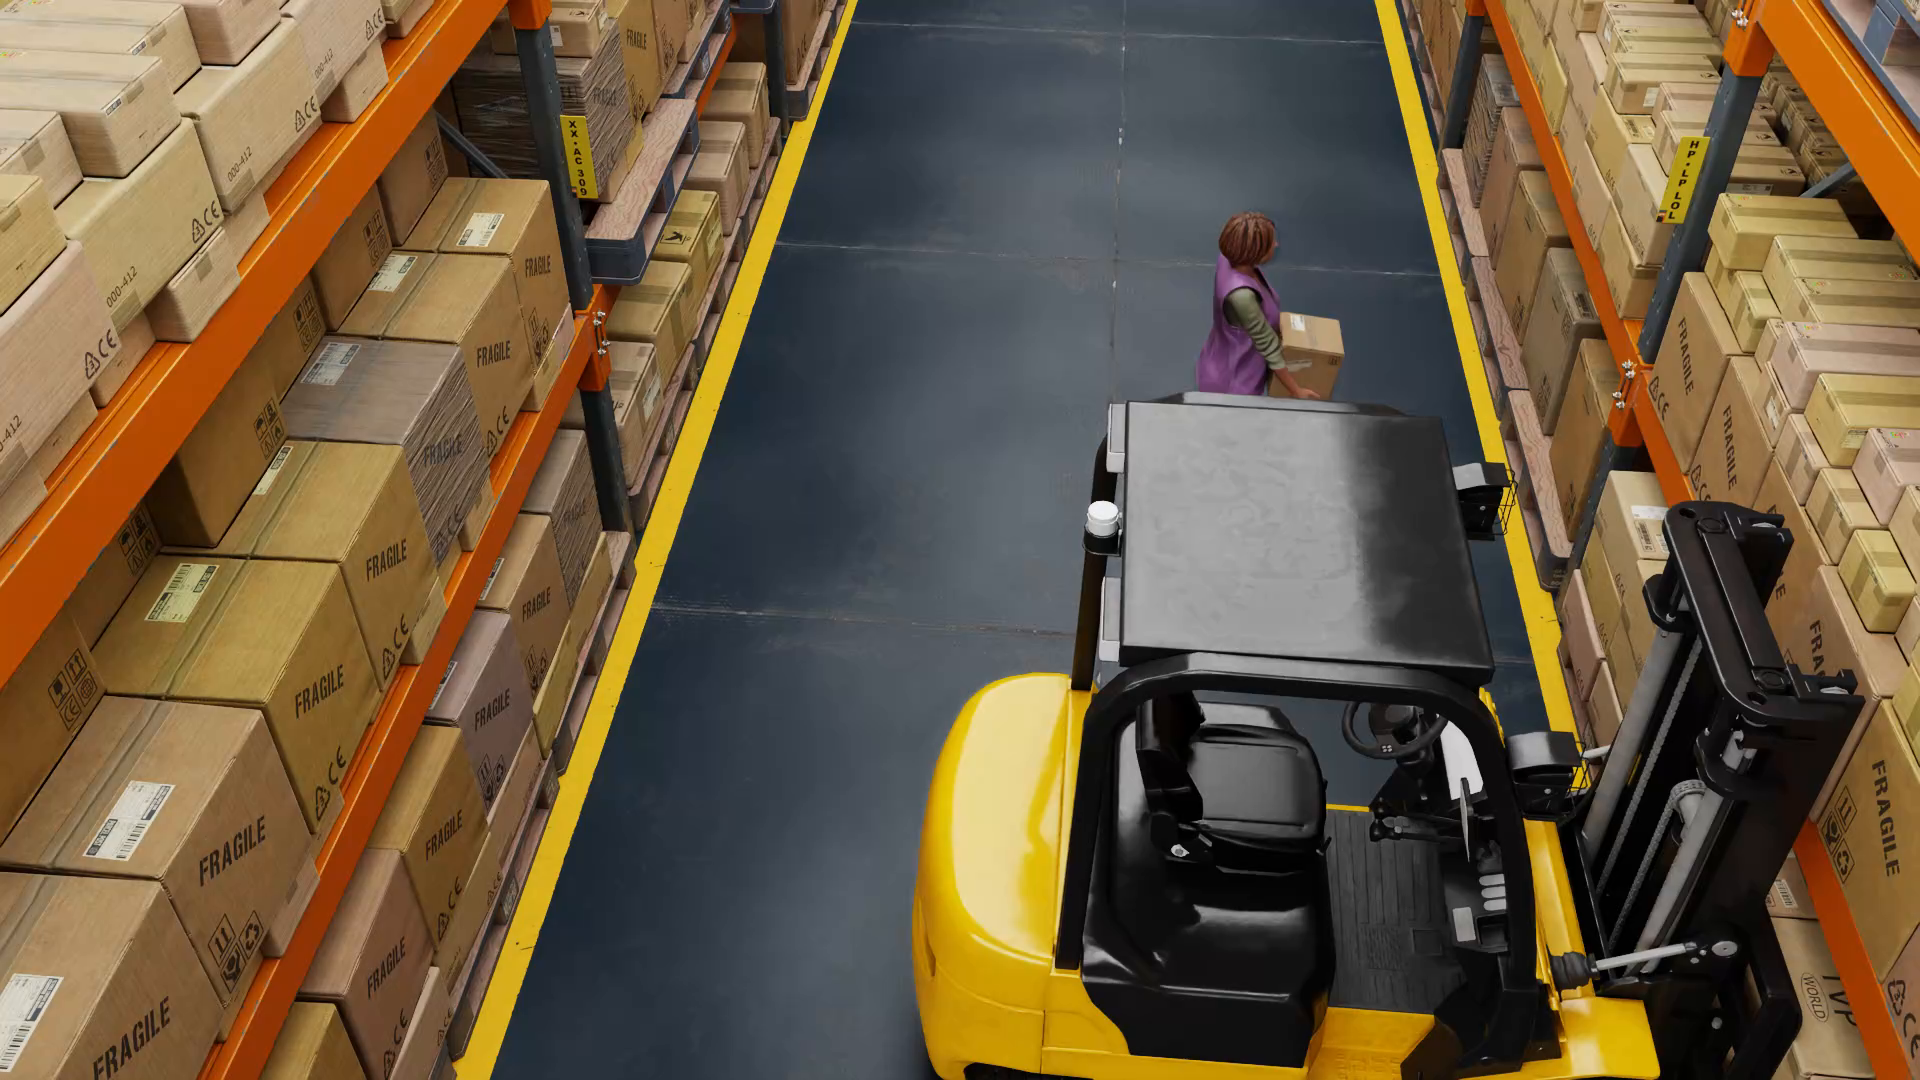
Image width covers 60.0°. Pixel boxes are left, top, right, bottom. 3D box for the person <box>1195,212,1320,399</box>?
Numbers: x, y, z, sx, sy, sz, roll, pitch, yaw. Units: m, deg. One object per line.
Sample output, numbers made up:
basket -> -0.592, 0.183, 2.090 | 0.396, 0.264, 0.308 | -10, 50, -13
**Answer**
person -> 1.226, -0.645, 6.919 | 0.499, 1.599, 0.375 | 3, 41, 4
